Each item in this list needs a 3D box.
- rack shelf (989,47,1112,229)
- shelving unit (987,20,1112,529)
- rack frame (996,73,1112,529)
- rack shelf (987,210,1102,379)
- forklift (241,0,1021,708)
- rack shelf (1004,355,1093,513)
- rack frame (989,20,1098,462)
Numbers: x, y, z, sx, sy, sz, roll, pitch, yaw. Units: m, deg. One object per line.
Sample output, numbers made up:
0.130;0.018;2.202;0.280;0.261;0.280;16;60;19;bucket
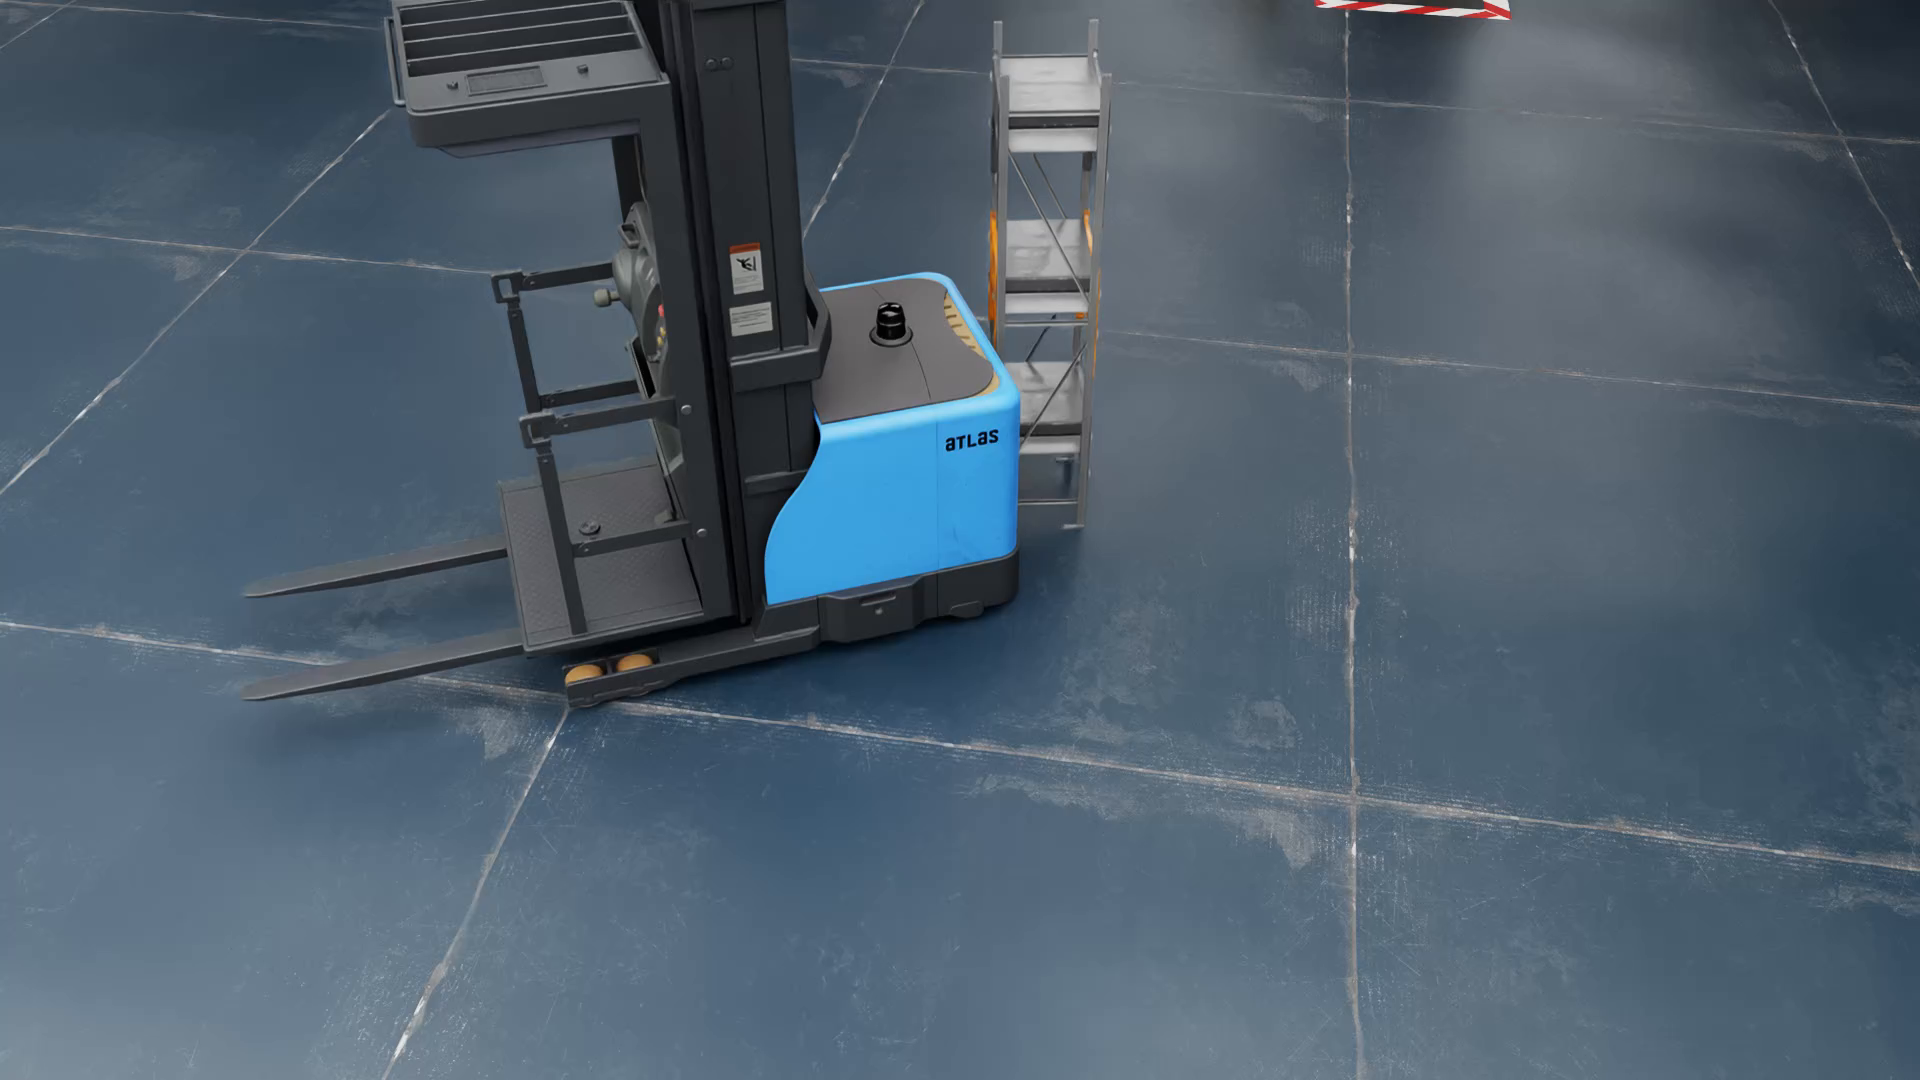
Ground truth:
0.337;-1.546;6.395;0.431;0.518;0.480;-1;40;-1;rack shelf
0.337;-1.017;6.833;0.431;2.100;0.503;-1;40;-1;shelving unit
0.344;-0.862;6.645;0.400;2.100;0.015;-1;40;-1;rack frame
0.337;-1.007;6.841;0.431;0.518;0.480;-1;40;-1;rack shelf
-1.331;-0.860;5.990;3.031;2.935;1.130;-11;41;-14;forklift
0.337;-0.467;7.287;0.431;0.518;0.480;-1;40;-1;rack shelf
0.329;-1.173;7.021;0.400;2.100;0.015;-1;40;-1;rack frame
